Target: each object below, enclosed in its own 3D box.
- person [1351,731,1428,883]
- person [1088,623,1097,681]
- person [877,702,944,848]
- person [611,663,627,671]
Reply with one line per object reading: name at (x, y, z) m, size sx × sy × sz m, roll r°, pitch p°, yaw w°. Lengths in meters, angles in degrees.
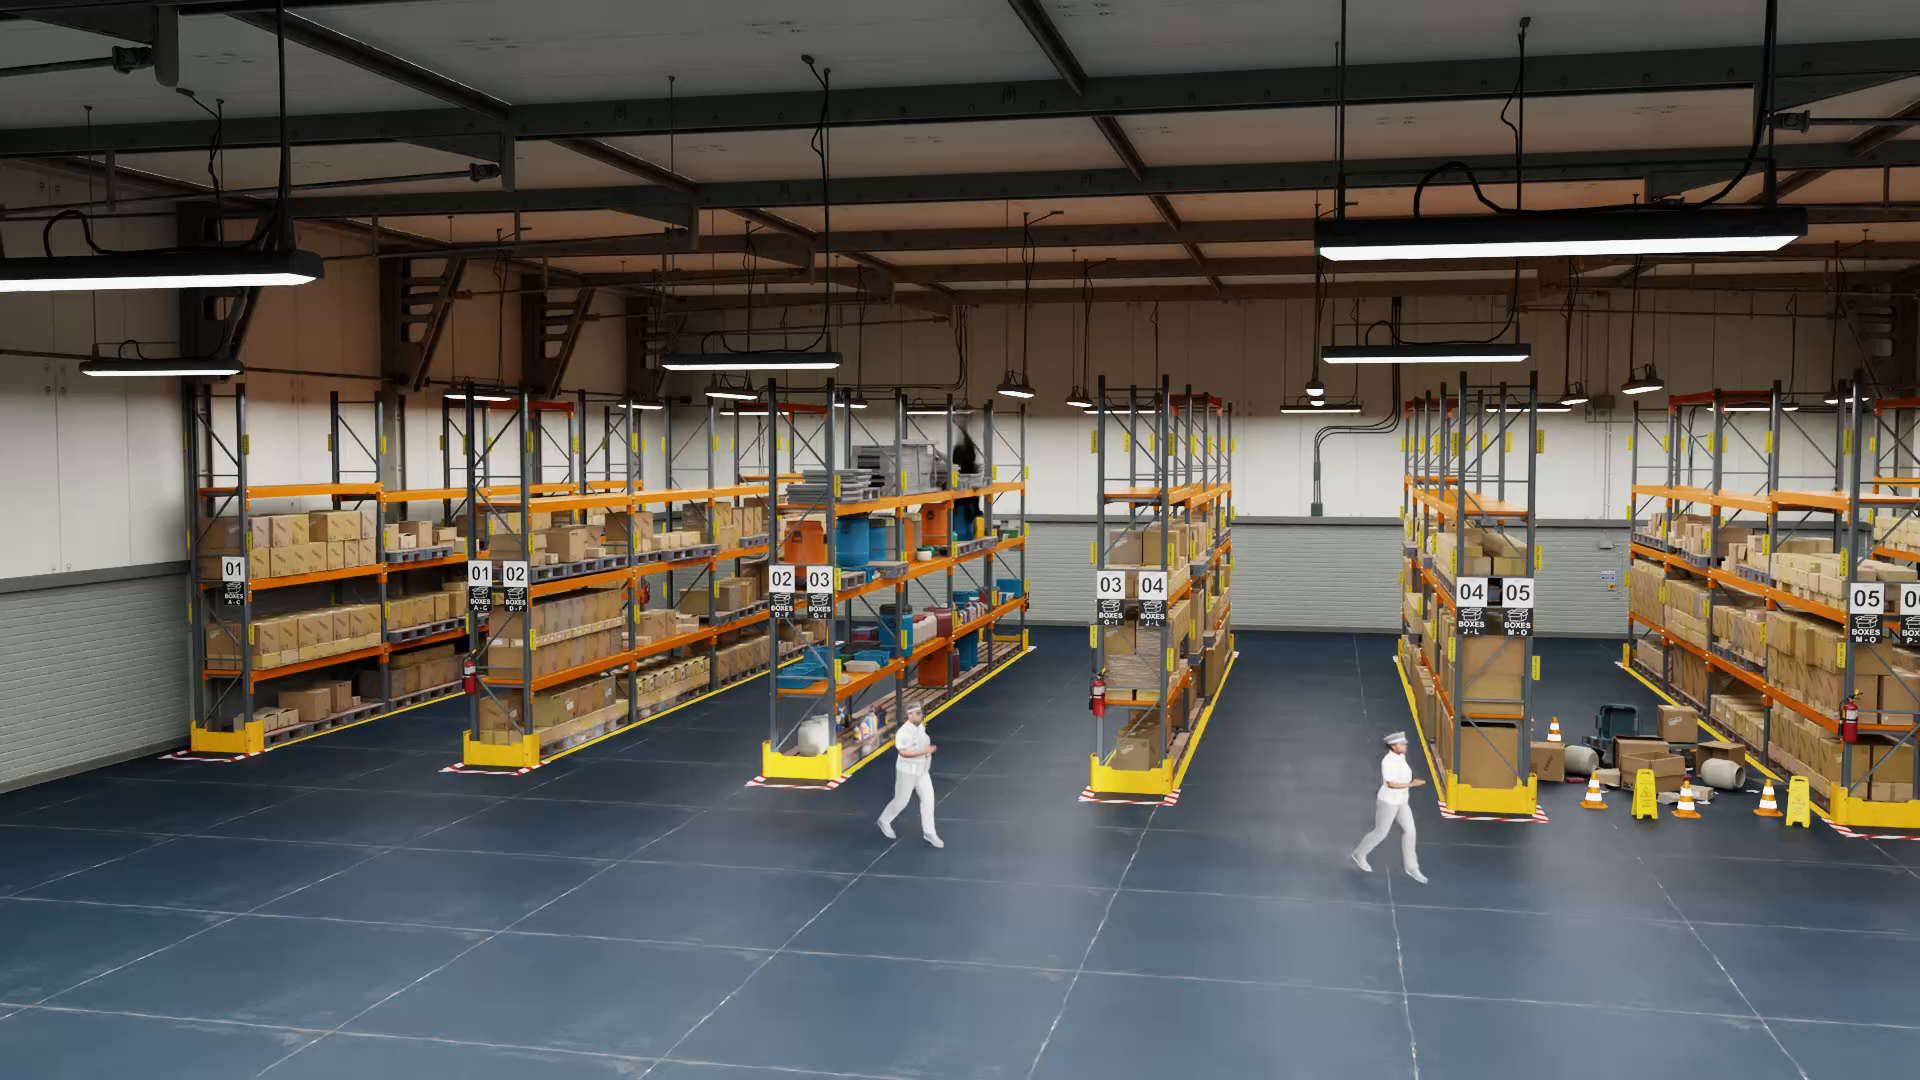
person at (4.960, 3.040, 19.162) m, size 0.901 × 1.716 × 0.558 m, roll 3°, pitch 4°, yaw 40°
person at (2.887, 2.256, 33.960) m, size 0.563 × 1.609 × 0.588 m, roll 1°, pitch 3°, yaw 12°
person at (-0.616, 2.902, 20.818) m, size 0.959 × 1.795 × 0.650 m, roll 2°, pitch 4°, yaw 37°
person at (-7.218, 2.257, 35.016) m, size 0.557 × 1.548 × 0.894 m, roll 1°, pitch 3°, yaw 11°
